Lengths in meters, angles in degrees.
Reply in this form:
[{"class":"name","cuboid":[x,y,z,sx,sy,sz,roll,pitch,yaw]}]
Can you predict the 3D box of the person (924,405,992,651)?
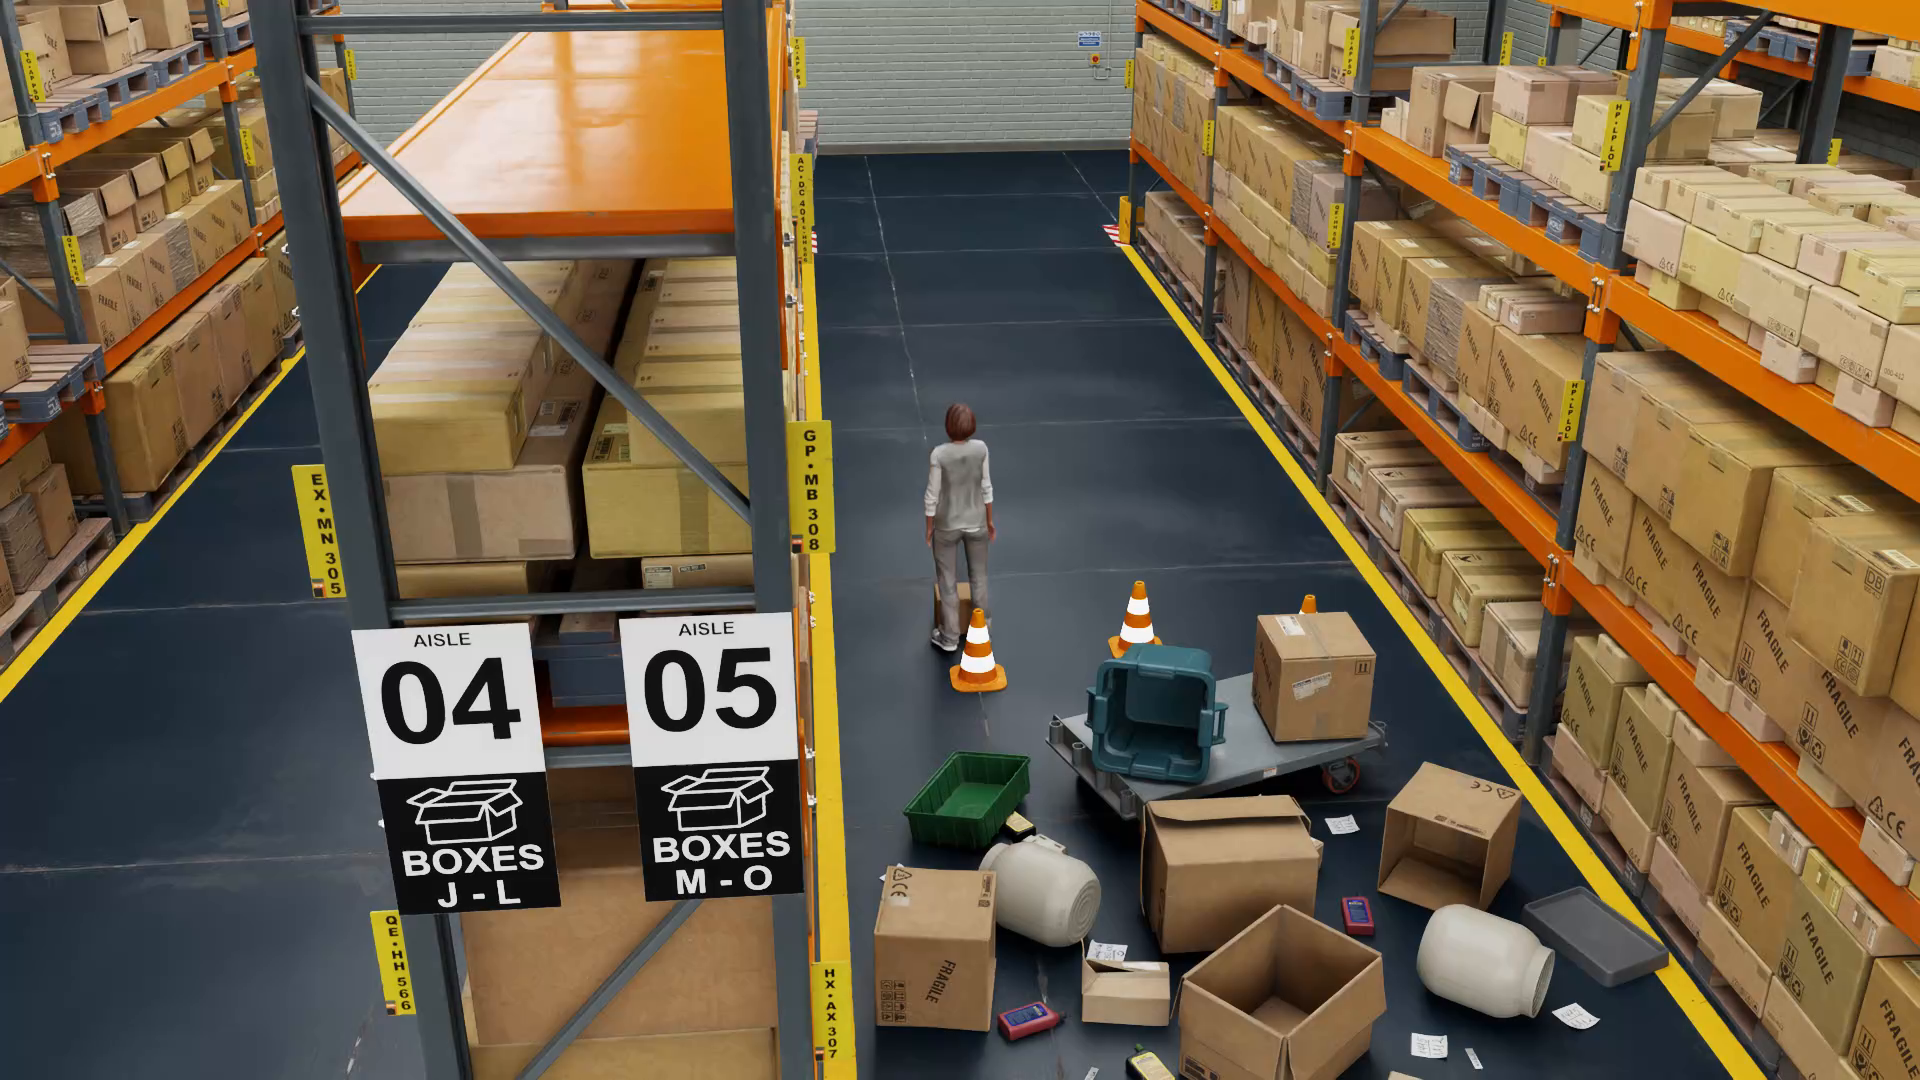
[{"class":"person","cuboid":[-0.012,-0.072,10.240,0.420,1.597,0.325,-2,24,-5]}]
